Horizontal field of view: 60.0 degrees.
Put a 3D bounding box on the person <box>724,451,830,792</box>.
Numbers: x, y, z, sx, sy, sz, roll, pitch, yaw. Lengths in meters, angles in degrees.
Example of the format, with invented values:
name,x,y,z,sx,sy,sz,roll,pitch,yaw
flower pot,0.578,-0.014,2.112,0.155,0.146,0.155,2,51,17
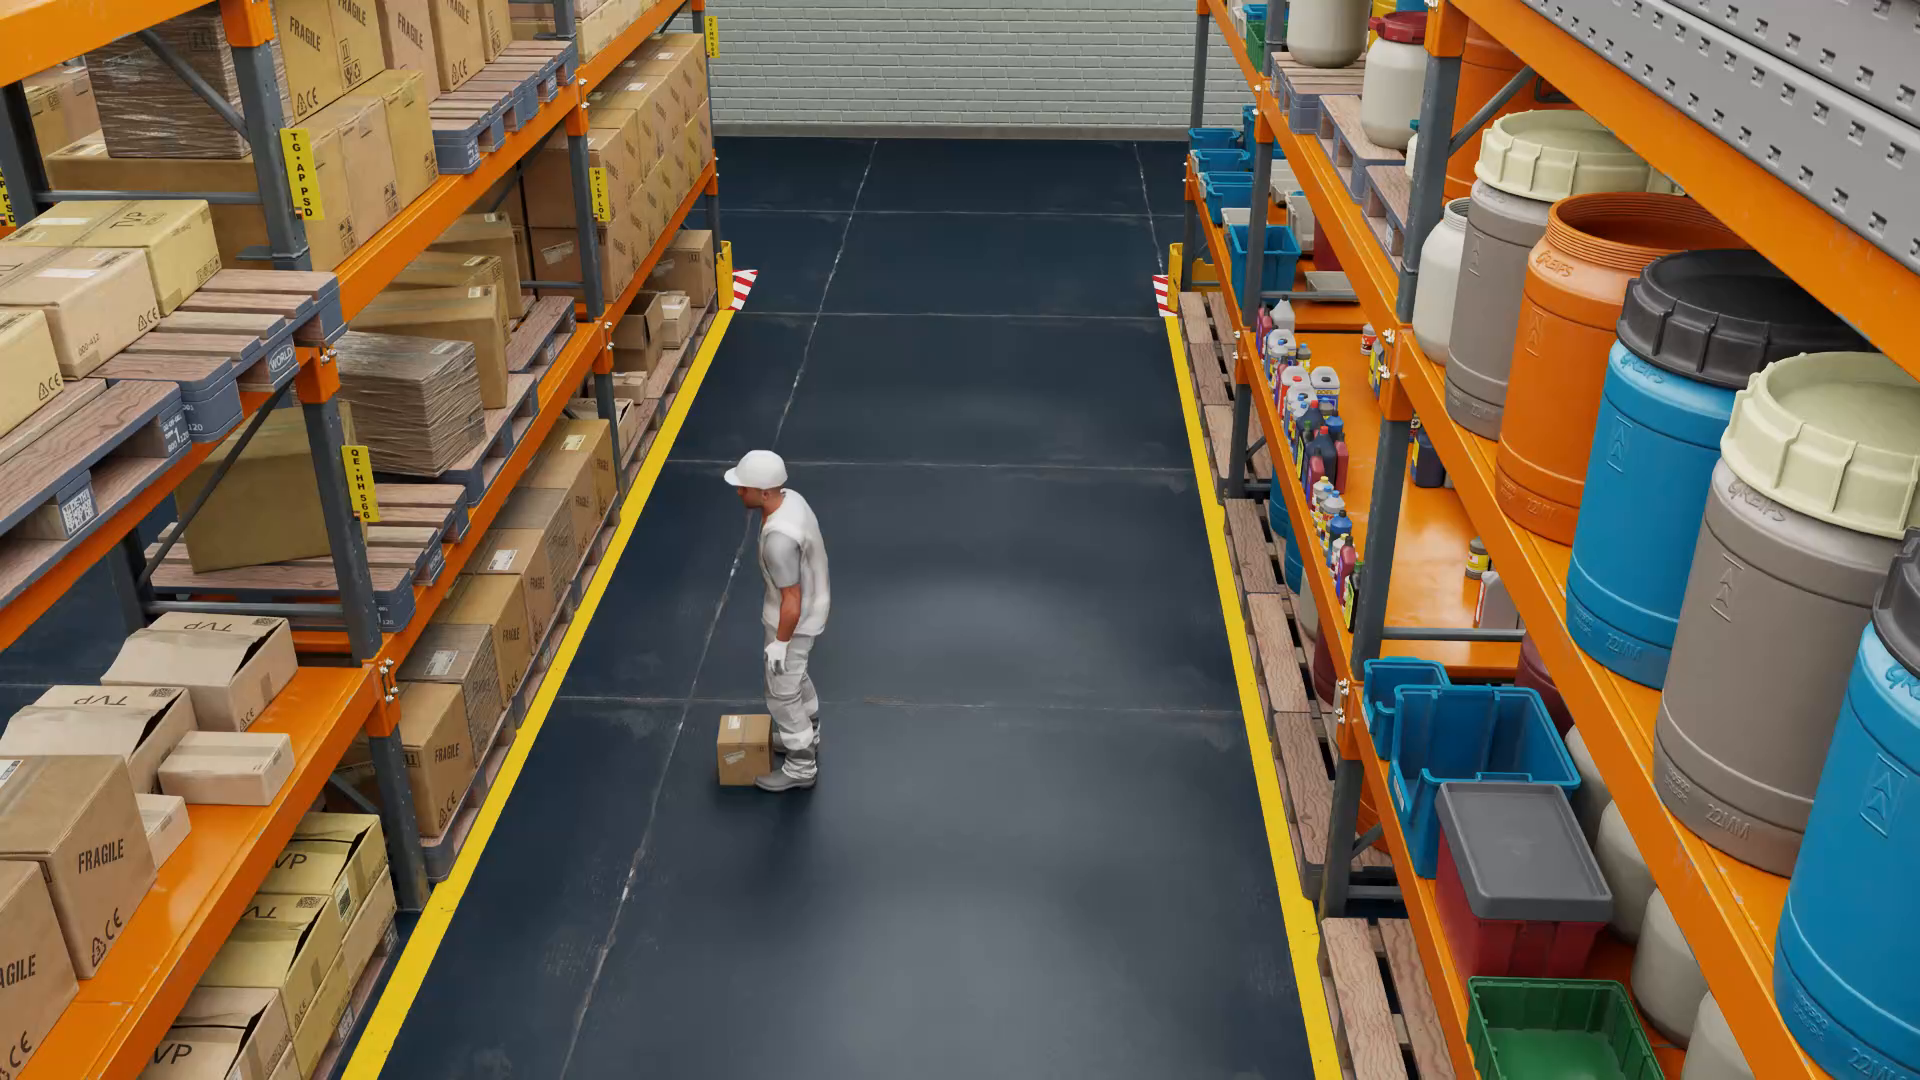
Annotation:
name,x,y,z,sx,sy,sz,roll,pitch,yaw
person,-0.838,0.377,7.890,0.453,1.775,0.616,-1,28,-1
